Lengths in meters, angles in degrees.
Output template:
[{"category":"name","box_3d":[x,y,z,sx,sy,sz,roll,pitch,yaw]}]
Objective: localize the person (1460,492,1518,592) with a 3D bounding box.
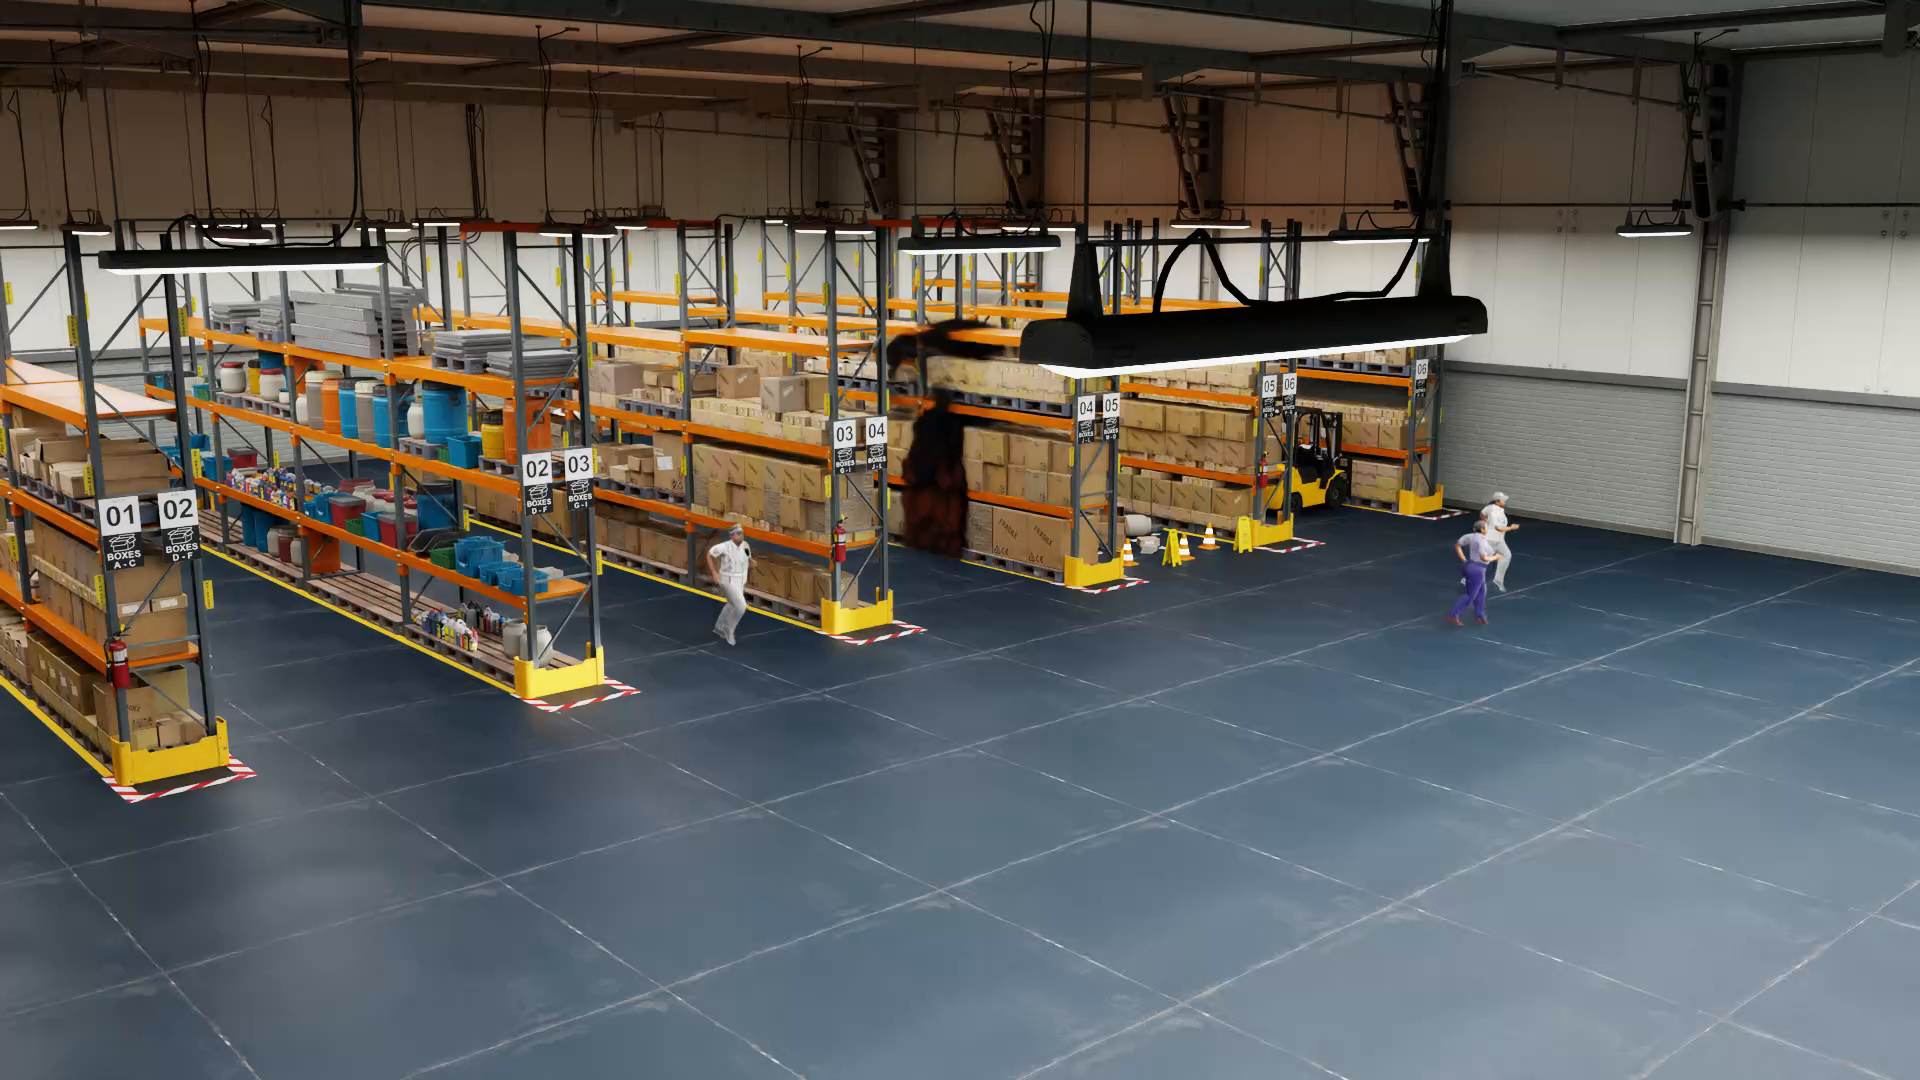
[{"category":"person","box_3d":[8.781,0.038,27.530,0.871,1.708,0.611,4,12,19]}]

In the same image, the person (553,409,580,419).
[{"category":"person","box_3d":[-9.465,-2.507,39.829,0.763,1.795,0.863,1,11,4]}]

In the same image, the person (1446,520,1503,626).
[{"category":"person","box_3d":[7.760,0.530,25.146,0.836,1.700,0.564,-1,11,-5]}]

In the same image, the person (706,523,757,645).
[{"category":"person","box_3d":[-3.297,0.638,24.294,0.781,1.819,0.654,7,14,32]}]
